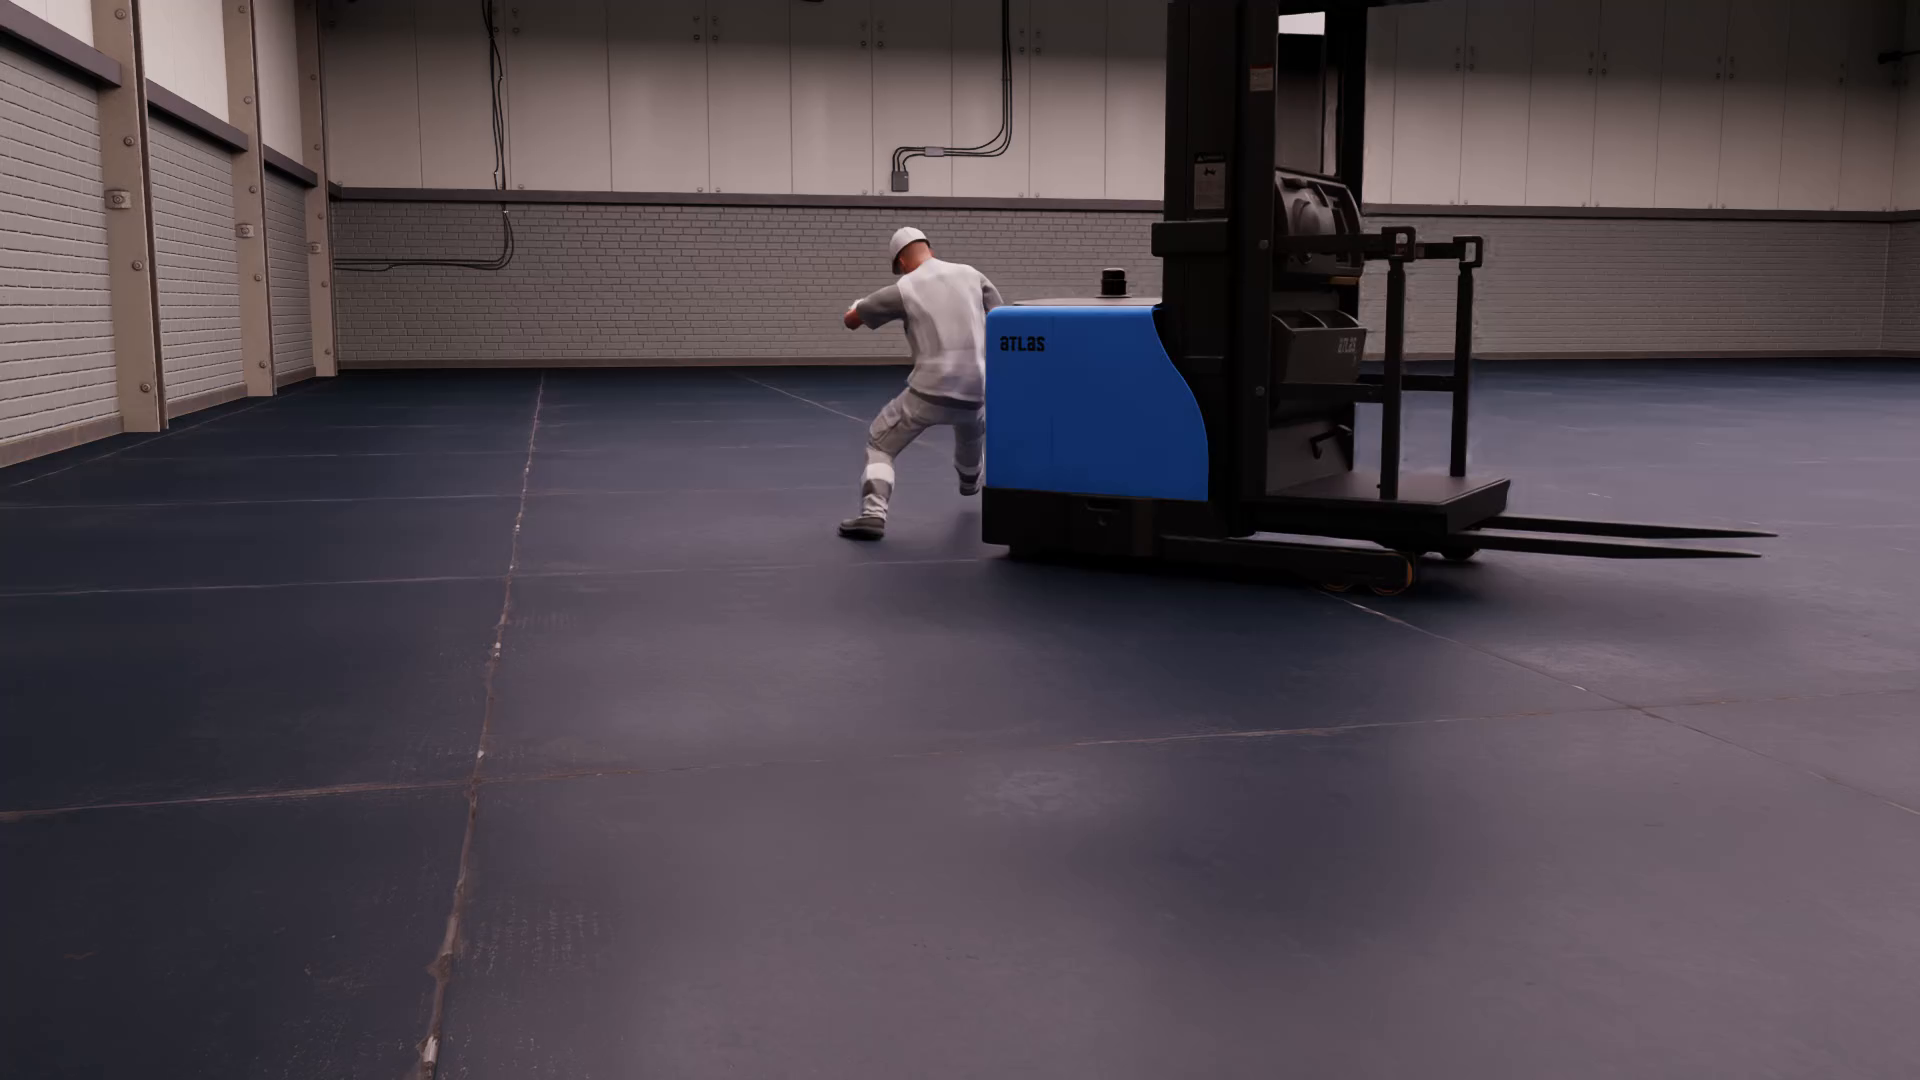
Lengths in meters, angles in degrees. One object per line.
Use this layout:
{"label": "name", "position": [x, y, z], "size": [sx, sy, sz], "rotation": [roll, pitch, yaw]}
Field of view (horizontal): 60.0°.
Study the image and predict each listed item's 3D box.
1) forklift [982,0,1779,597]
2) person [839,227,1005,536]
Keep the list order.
{"label": "forklift", "position": [1.624, -1.324, 6.596], "size": [3.031, 2.935, 1.130], "rotation": [5, 9, 31]}
{"label": "person", "position": [-0.208, -0.803, 8.230], "size": [0.981, 1.452, 1.111], "rotation": [-3, 8, -17]}
